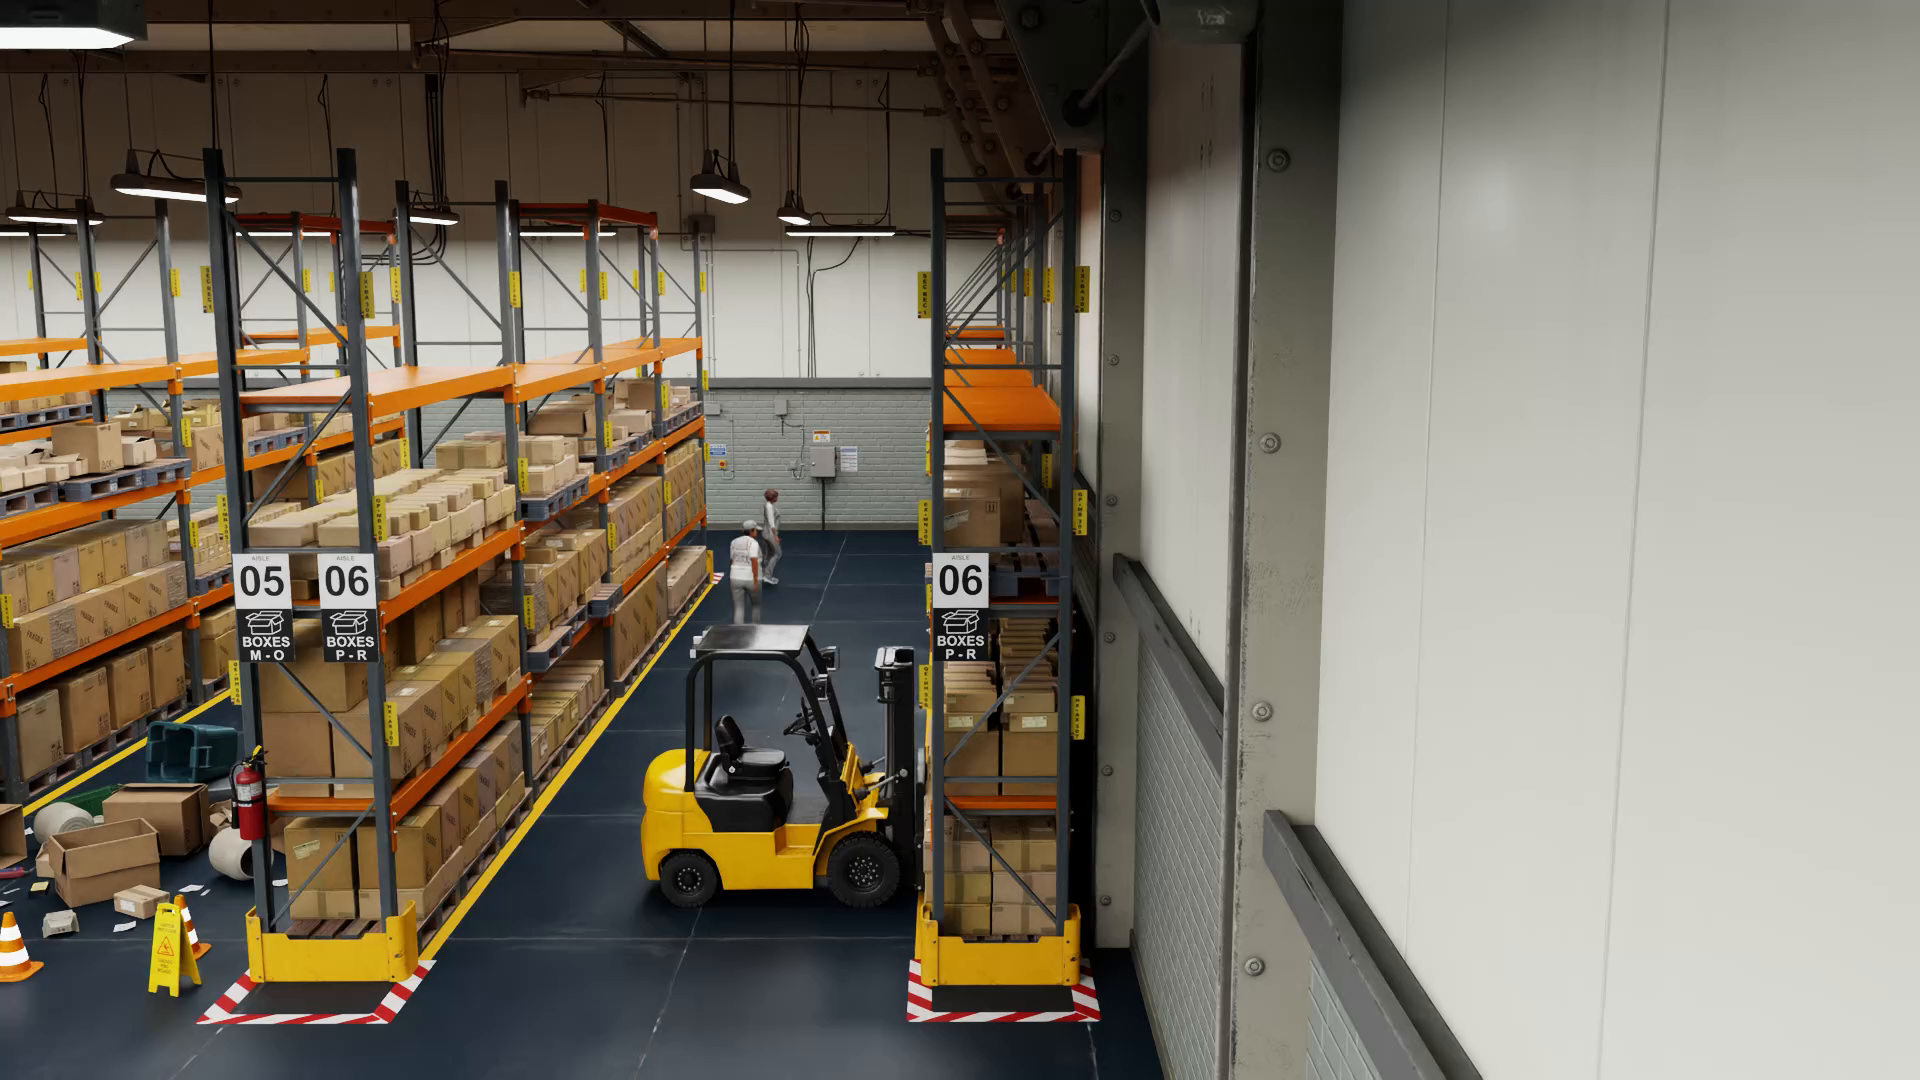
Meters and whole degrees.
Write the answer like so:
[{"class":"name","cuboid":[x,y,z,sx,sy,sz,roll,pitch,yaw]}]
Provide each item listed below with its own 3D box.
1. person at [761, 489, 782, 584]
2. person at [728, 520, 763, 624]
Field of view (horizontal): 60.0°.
[{"class":"person","cuboid":[-3.148,-0.050,27.678,0.340,1.609,0.432,-2,9,-13]},{"class":"person","cuboid":[-2.837,0.603,22.055,0.463,1.734,0.784,1,9,4]}]
